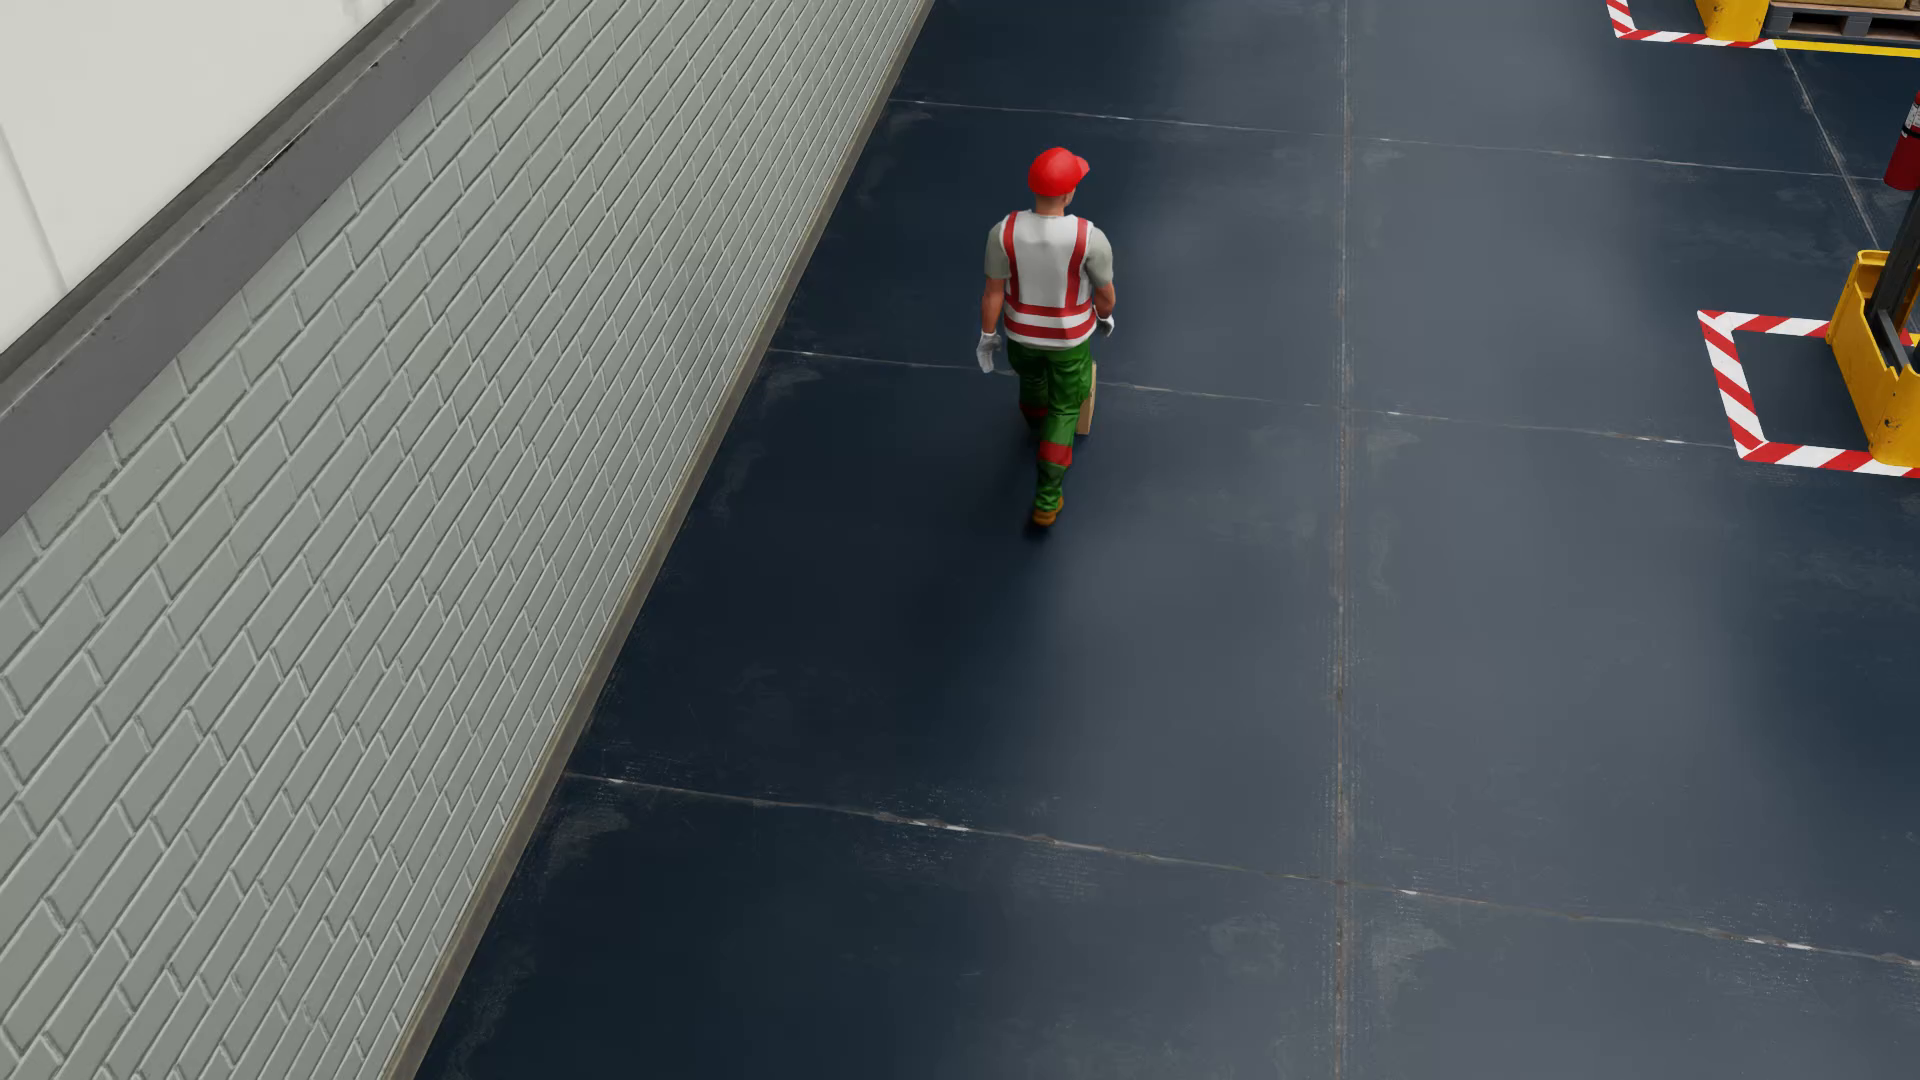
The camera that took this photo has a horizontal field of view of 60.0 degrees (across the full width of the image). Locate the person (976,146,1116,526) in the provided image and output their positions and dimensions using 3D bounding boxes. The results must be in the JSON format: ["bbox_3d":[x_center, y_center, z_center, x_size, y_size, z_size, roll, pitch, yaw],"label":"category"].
[{"bbox_3d":[0.411,-0.988,7.322,0.571,1.743,0.969,11,41,12],"label":"person"}]
